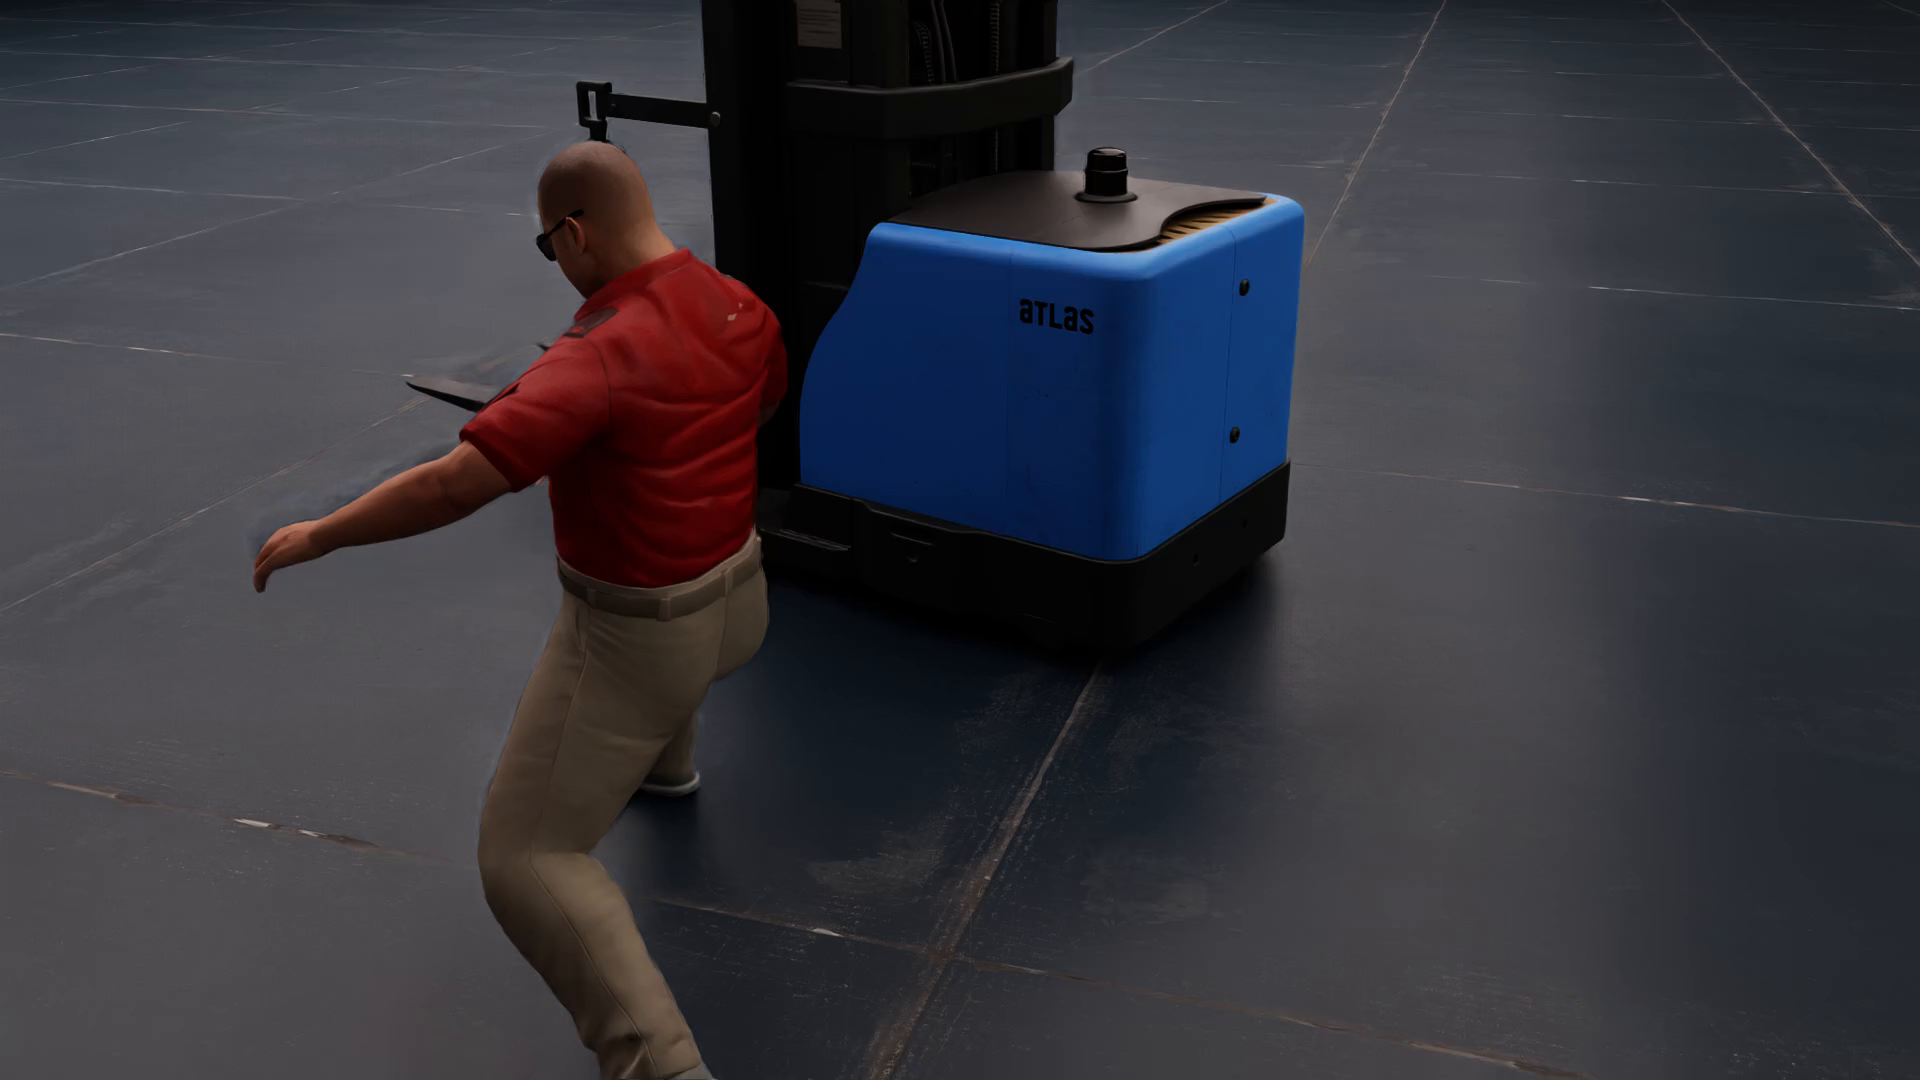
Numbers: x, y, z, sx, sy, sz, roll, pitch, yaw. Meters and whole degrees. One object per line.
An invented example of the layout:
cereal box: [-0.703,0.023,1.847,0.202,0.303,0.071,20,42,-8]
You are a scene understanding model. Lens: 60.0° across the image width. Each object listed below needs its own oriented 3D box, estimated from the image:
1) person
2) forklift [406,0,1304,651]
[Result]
person: [-0.673,0.084,2.931,0.993,1.548,1.148,11,25,25]
forklift: [-0.532,-1.486,4.878,3.031,2.935,1.130,15,27,32]
